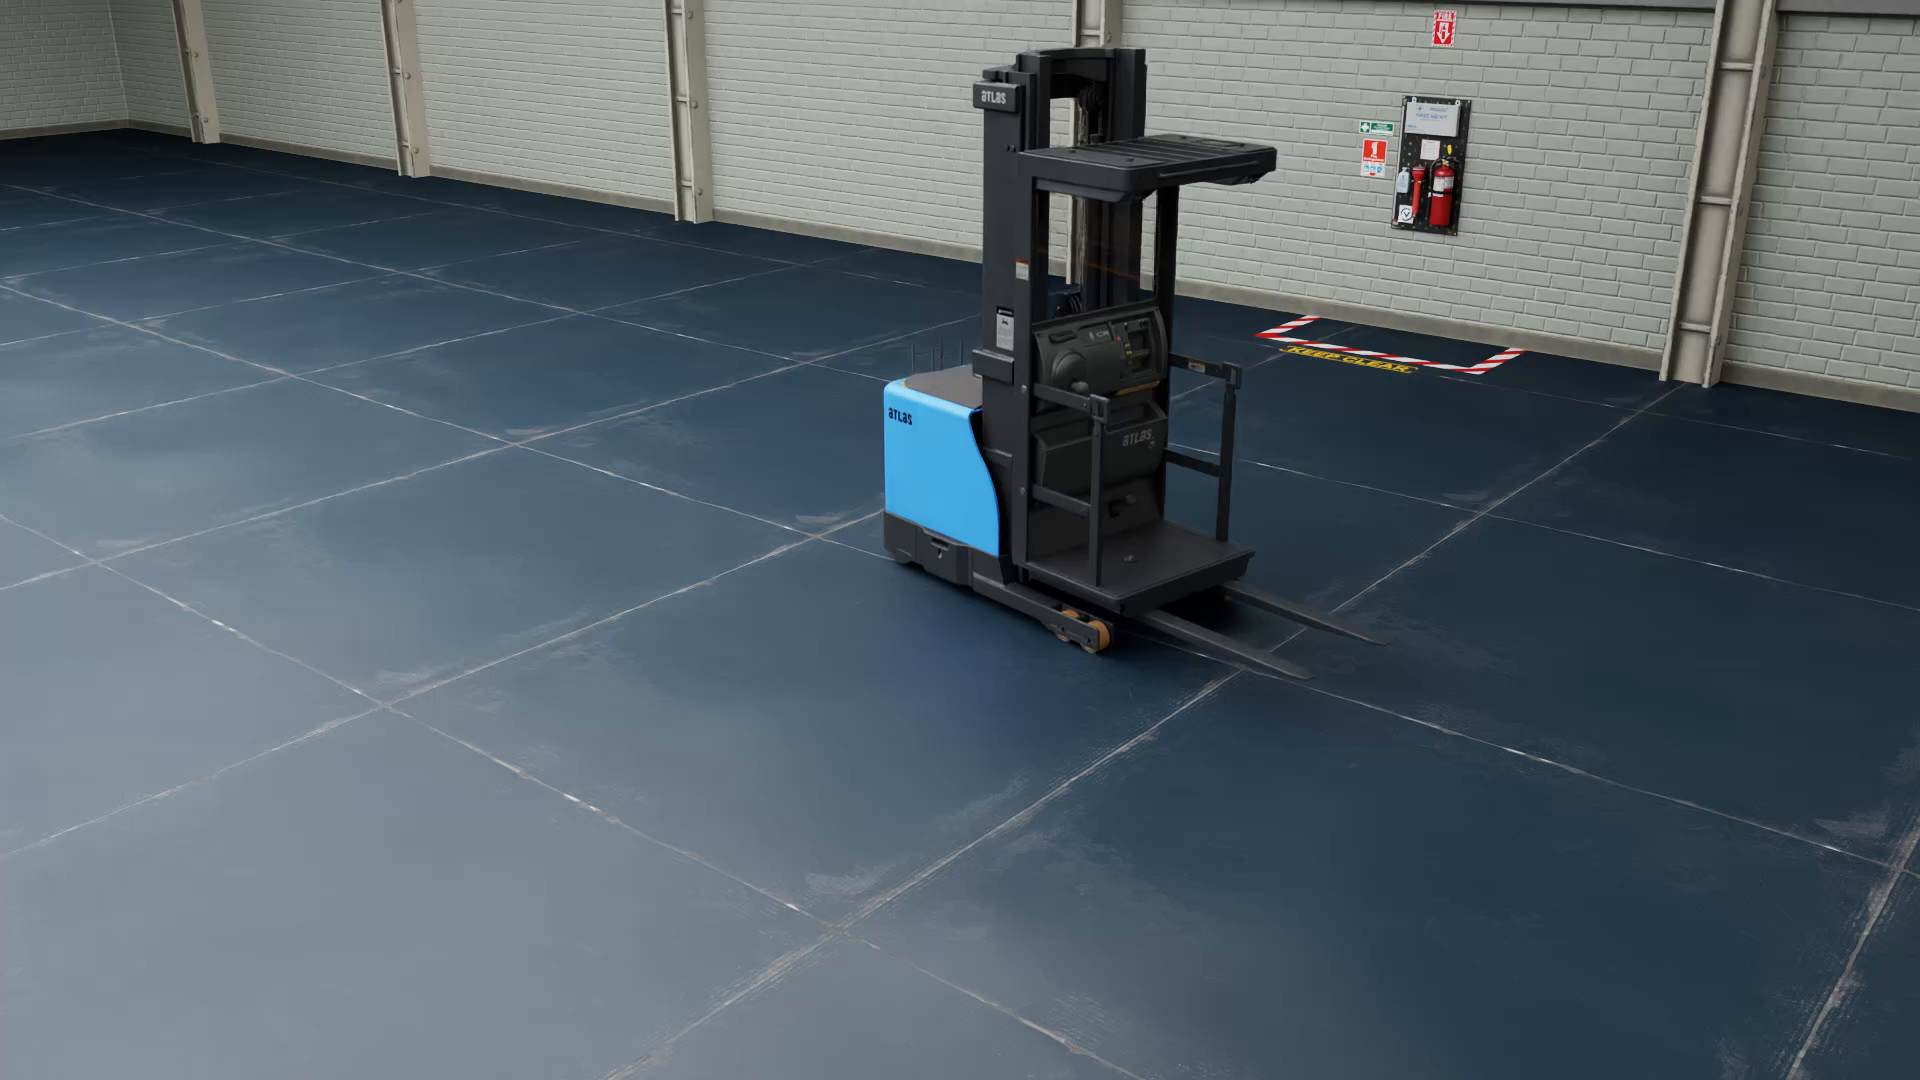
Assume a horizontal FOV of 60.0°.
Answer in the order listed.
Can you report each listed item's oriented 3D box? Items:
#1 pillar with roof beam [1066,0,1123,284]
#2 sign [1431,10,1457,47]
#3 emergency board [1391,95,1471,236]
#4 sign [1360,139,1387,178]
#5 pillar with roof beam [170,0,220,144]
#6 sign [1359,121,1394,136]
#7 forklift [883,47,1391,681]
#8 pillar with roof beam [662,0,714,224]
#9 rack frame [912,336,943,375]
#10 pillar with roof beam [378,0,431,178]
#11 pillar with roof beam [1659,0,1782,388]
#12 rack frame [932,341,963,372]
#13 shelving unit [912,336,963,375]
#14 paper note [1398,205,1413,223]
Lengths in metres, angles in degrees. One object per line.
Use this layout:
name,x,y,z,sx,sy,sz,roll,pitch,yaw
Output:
pillar with roof beam,-1.382,-5.685,12.492,0.400,9.000,9.100,16,26,36
sign,4.155,-4.392,14.279,0.199,0.298,0.001,16,26,36
emergency board,4.098,-3.278,14.611,0.643,1.169,0.194,16,26,36
sign,3.735,-3.447,15.006,0.234,0.329,0.001,16,26,36
pillar with roof beam,-15.327,-9.701,23.141,0.400,9.000,9.100,16,26,36
sign,3.733,-3.691,14.904,0.331,0.109,0.001,16,26,36
forklift,0.889,-0.987,8.632,1.130,2.935,3.031,-17,26,-38
pillar with roof beam,-6.030,-7.024,16.041,0.400,9.000,9.100,16,26,36
rack frame,-0.193,-0.643,10.172,0.240,1.200,0.006,-17,26,-38
pillar with roof beam,-10.678,-8.363,19.591,0.400,9.000,9.100,16,26,36
pillar with roof beam,3.267,-4.347,8.942,0.400,9.000,9.100,16,26,36
rack frame,-0.074,-0.594,10.043,0.240,1.200,0.006,-17,26,-38
shelving unit,-0.134,-0.618,10.107,0.258,1.200,0.189,-17,26,-38
paper note,4.005,-2.925,14.921,0.142,0.148,0.016,16,26,36
